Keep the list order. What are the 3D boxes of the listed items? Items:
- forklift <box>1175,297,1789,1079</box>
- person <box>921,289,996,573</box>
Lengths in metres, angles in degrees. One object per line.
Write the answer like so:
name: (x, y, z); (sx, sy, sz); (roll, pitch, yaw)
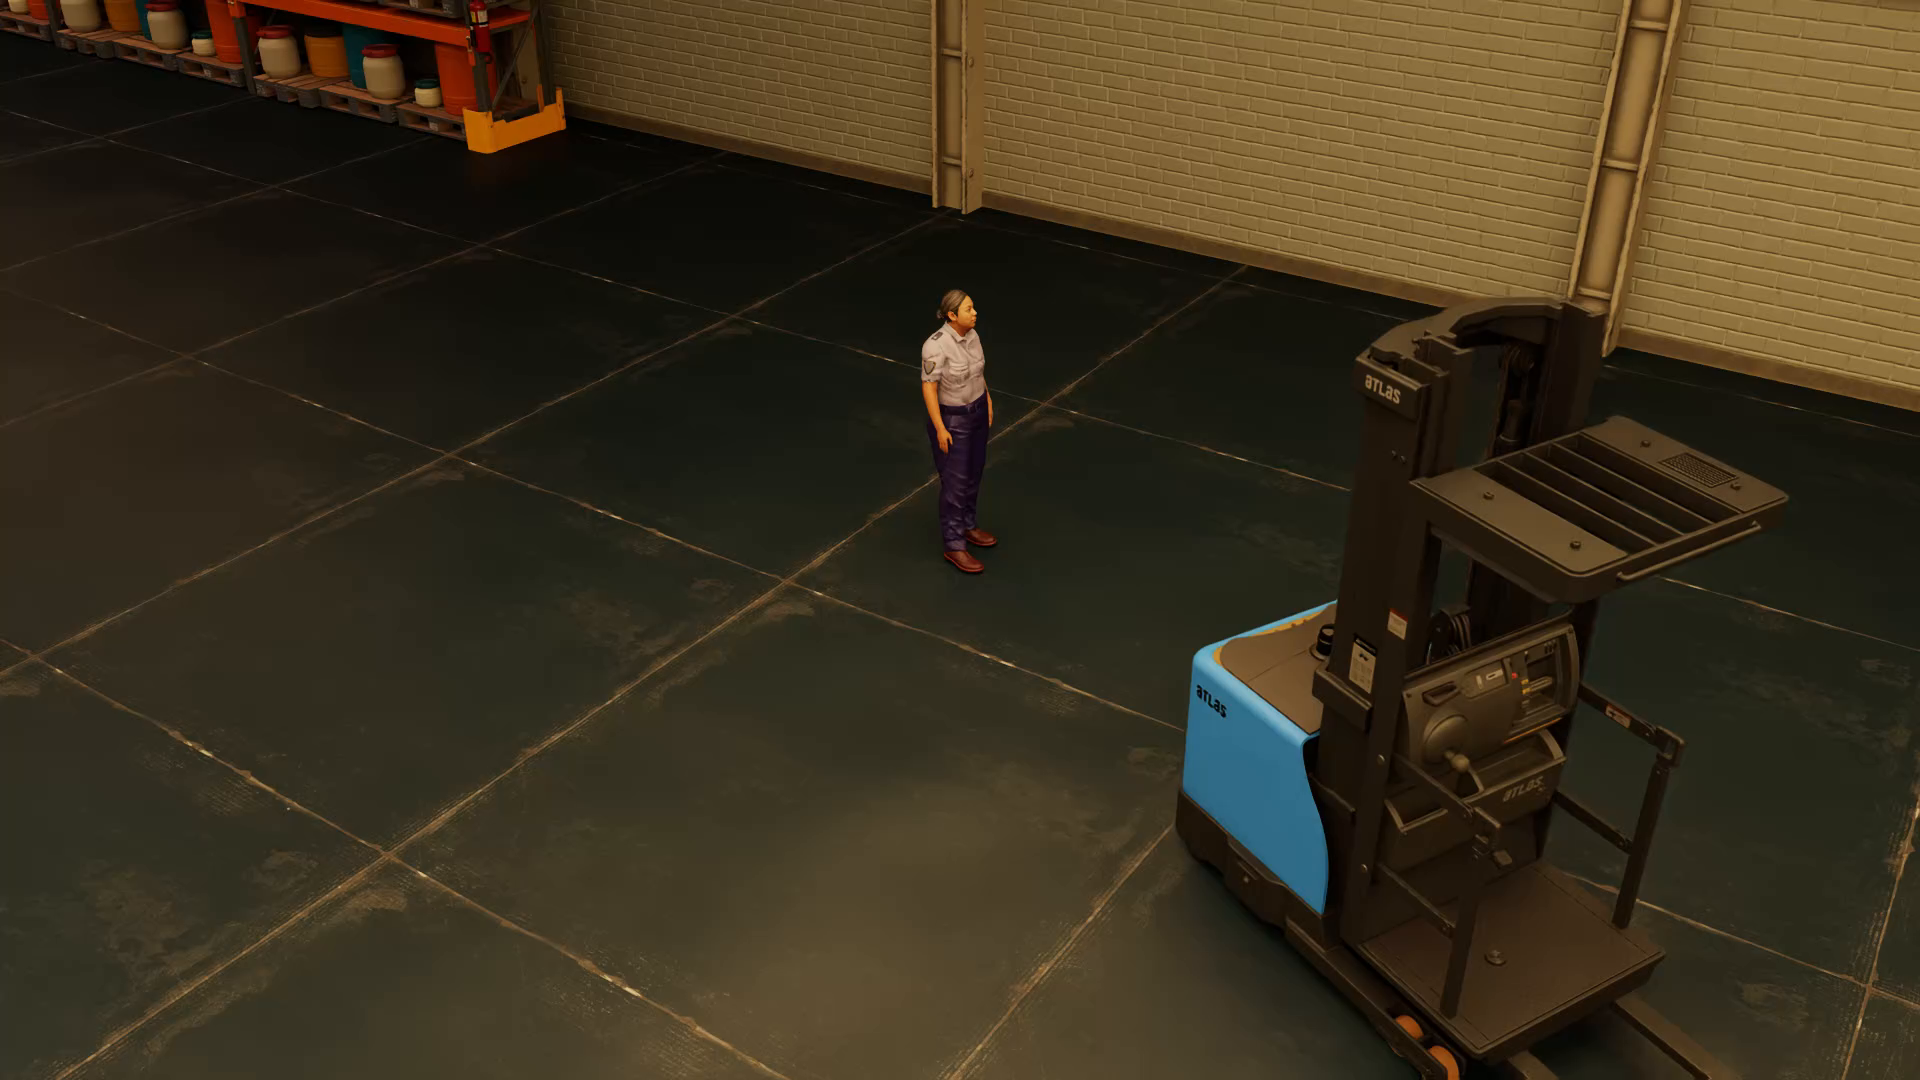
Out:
forklift: (2.214, 0.674, 6.421); (1.130, 2.935, 3.031); (-16, 34, -26)
person: (0.061, -0.685, 10.023); (0.503, 1.651, 0.598); (19, 35, 29)
